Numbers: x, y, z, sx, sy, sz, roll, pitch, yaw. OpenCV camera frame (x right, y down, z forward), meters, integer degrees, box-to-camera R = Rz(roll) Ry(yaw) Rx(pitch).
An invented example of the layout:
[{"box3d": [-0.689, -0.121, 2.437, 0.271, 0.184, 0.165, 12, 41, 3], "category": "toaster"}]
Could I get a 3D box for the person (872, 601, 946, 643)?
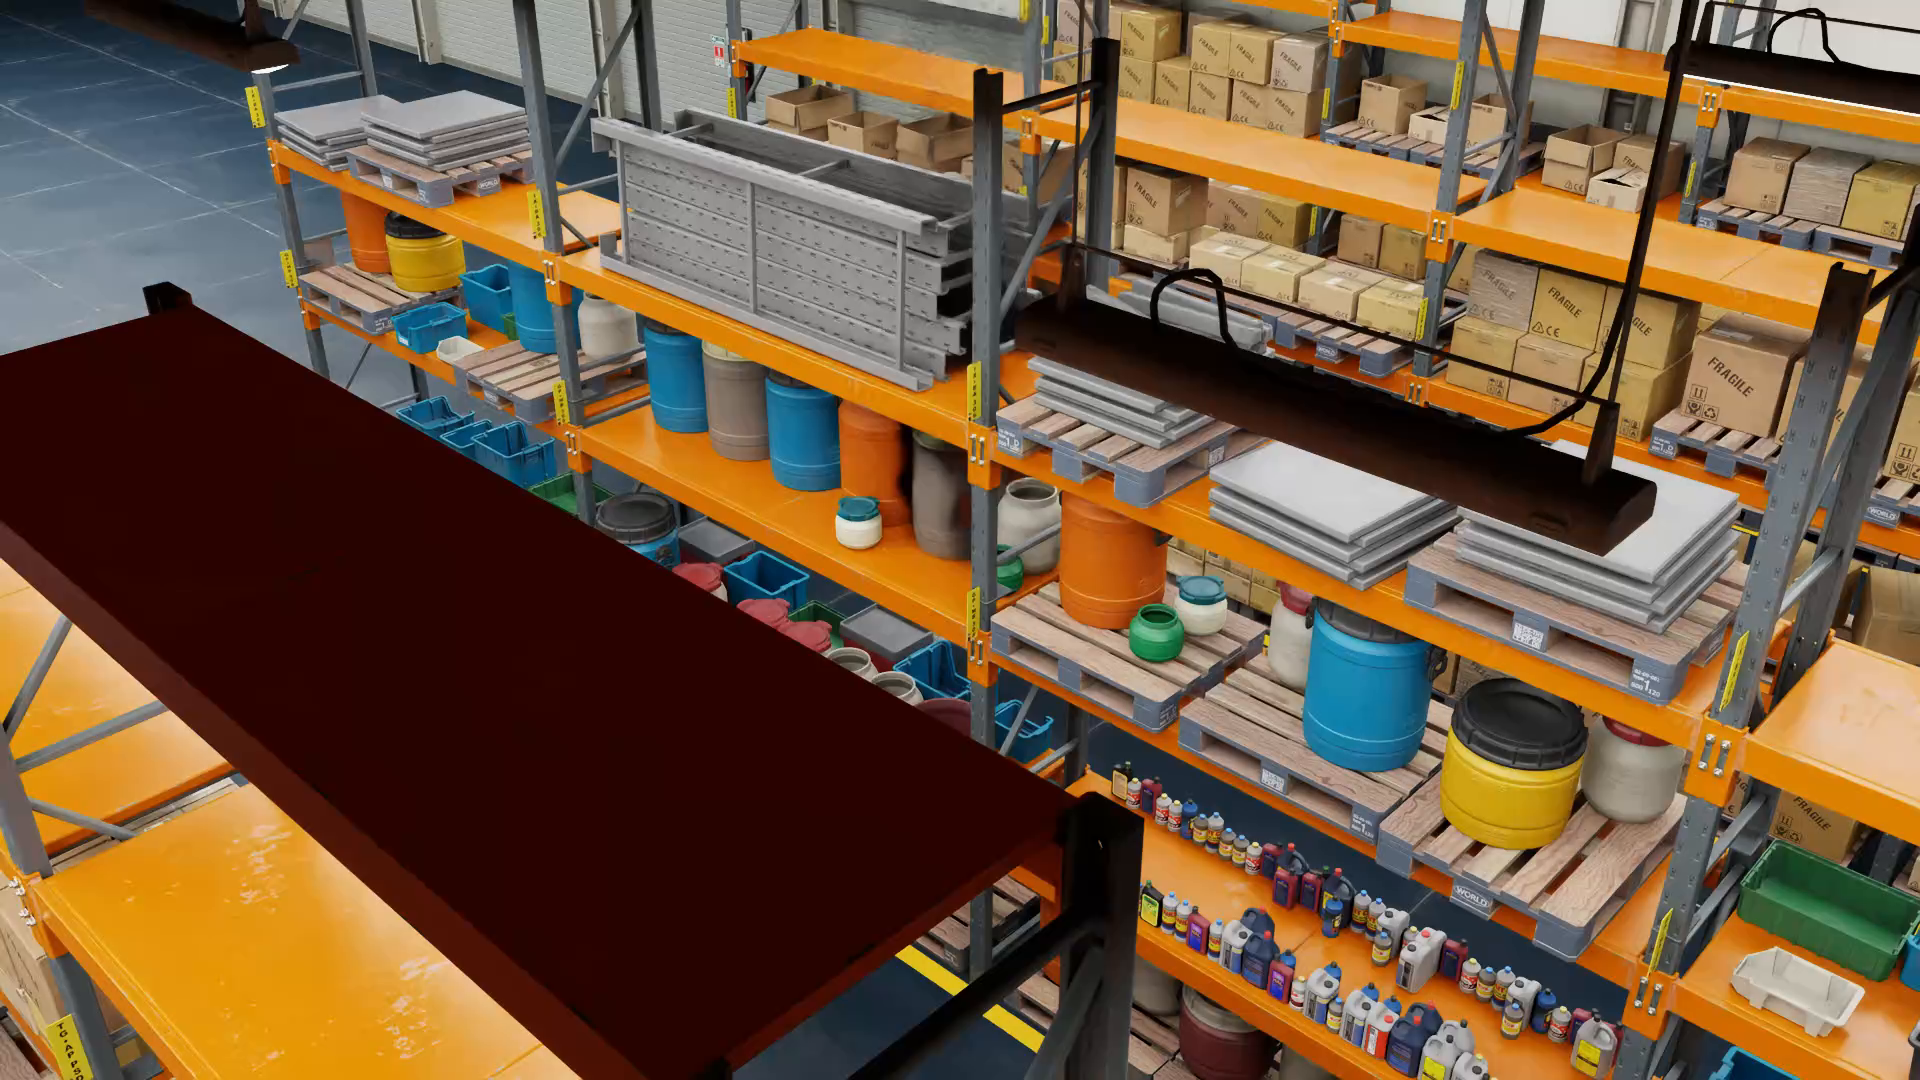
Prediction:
[{"box3d": [-0.456, 0.197, 14.067, 0.735, 1.835, 0.654, 17, 33, 27], "category": "person"}]
